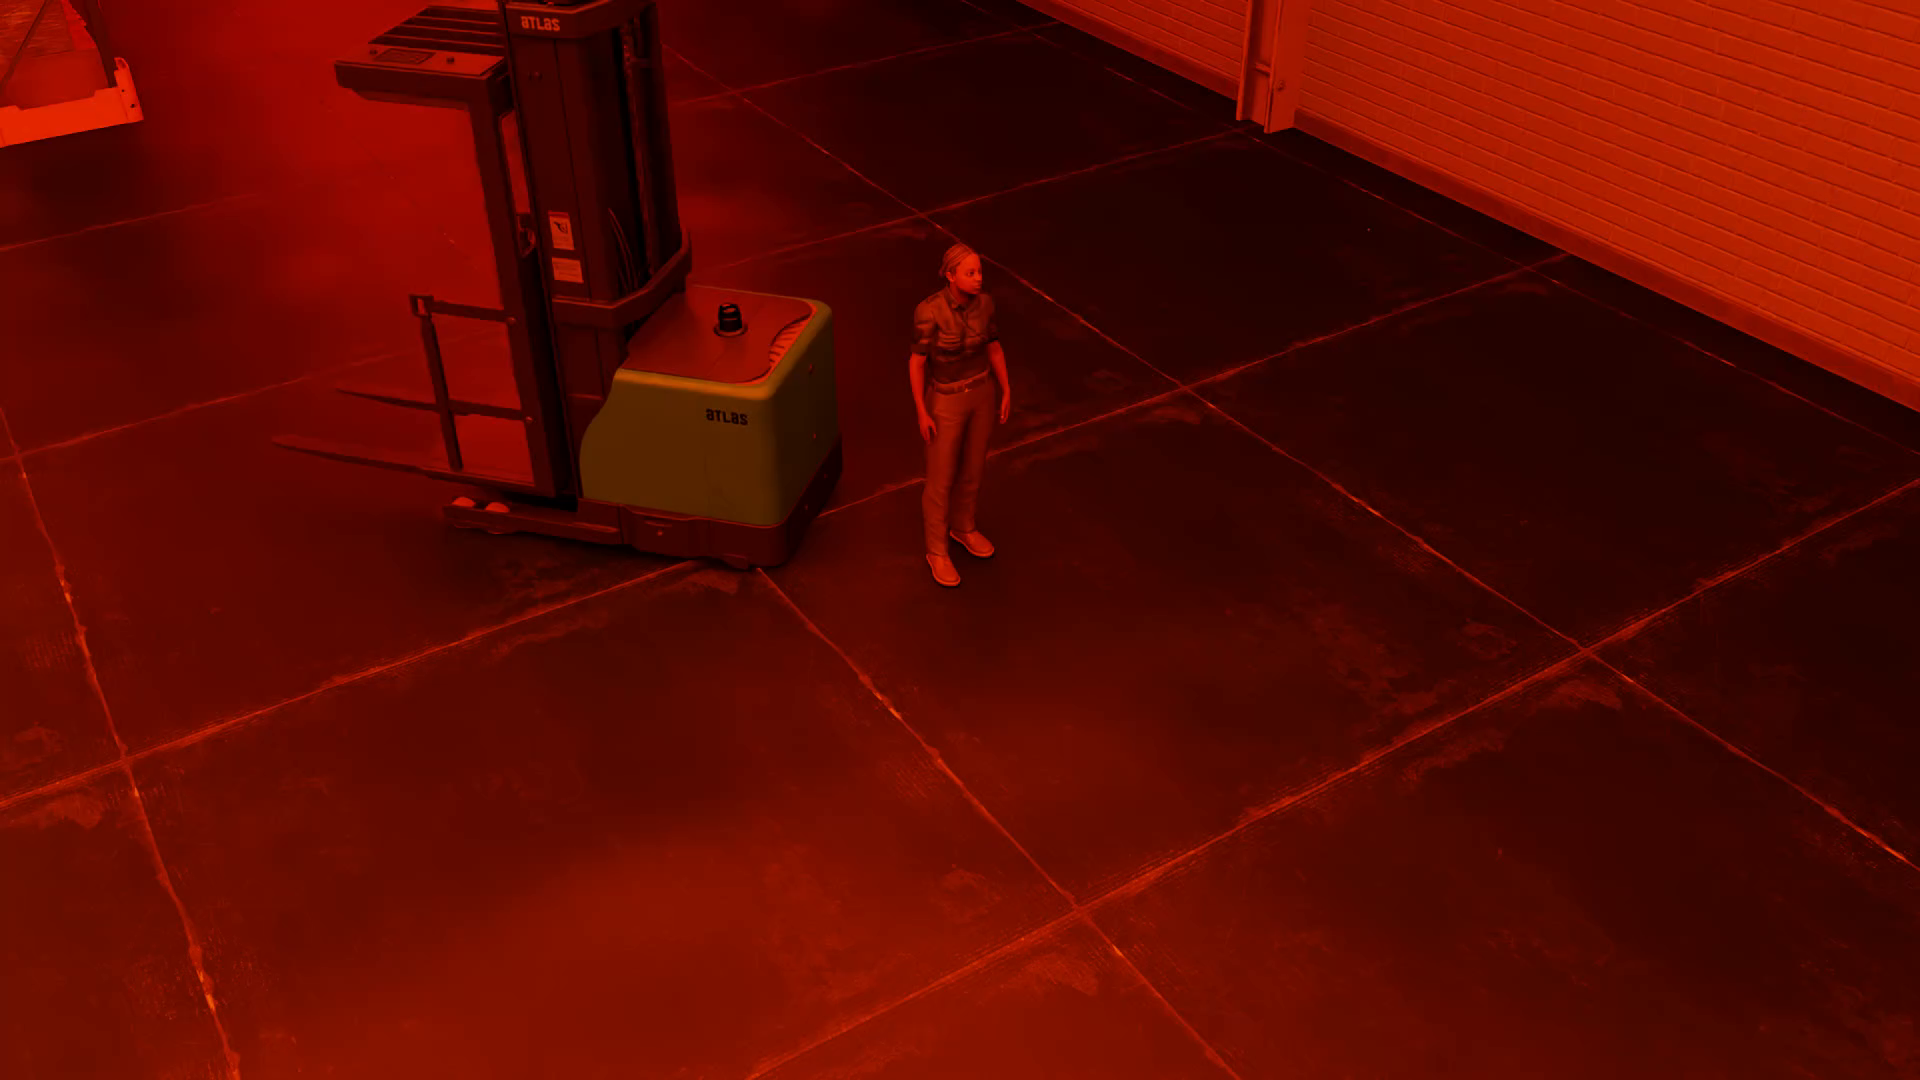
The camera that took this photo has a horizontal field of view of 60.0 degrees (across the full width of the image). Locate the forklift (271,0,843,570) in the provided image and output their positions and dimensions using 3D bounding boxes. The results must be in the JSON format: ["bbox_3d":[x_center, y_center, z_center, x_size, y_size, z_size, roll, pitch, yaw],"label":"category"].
[{"bbox_3d":[-2.217,-1.511,8.298,3.031,2.935,1.130,9,36,12],"label":"forklift"}]

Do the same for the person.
[{"bbox_3d":[0.035,-0.627,8.144,0.565,1.656,0.494,-20,40,-26],"label":"person"}]
